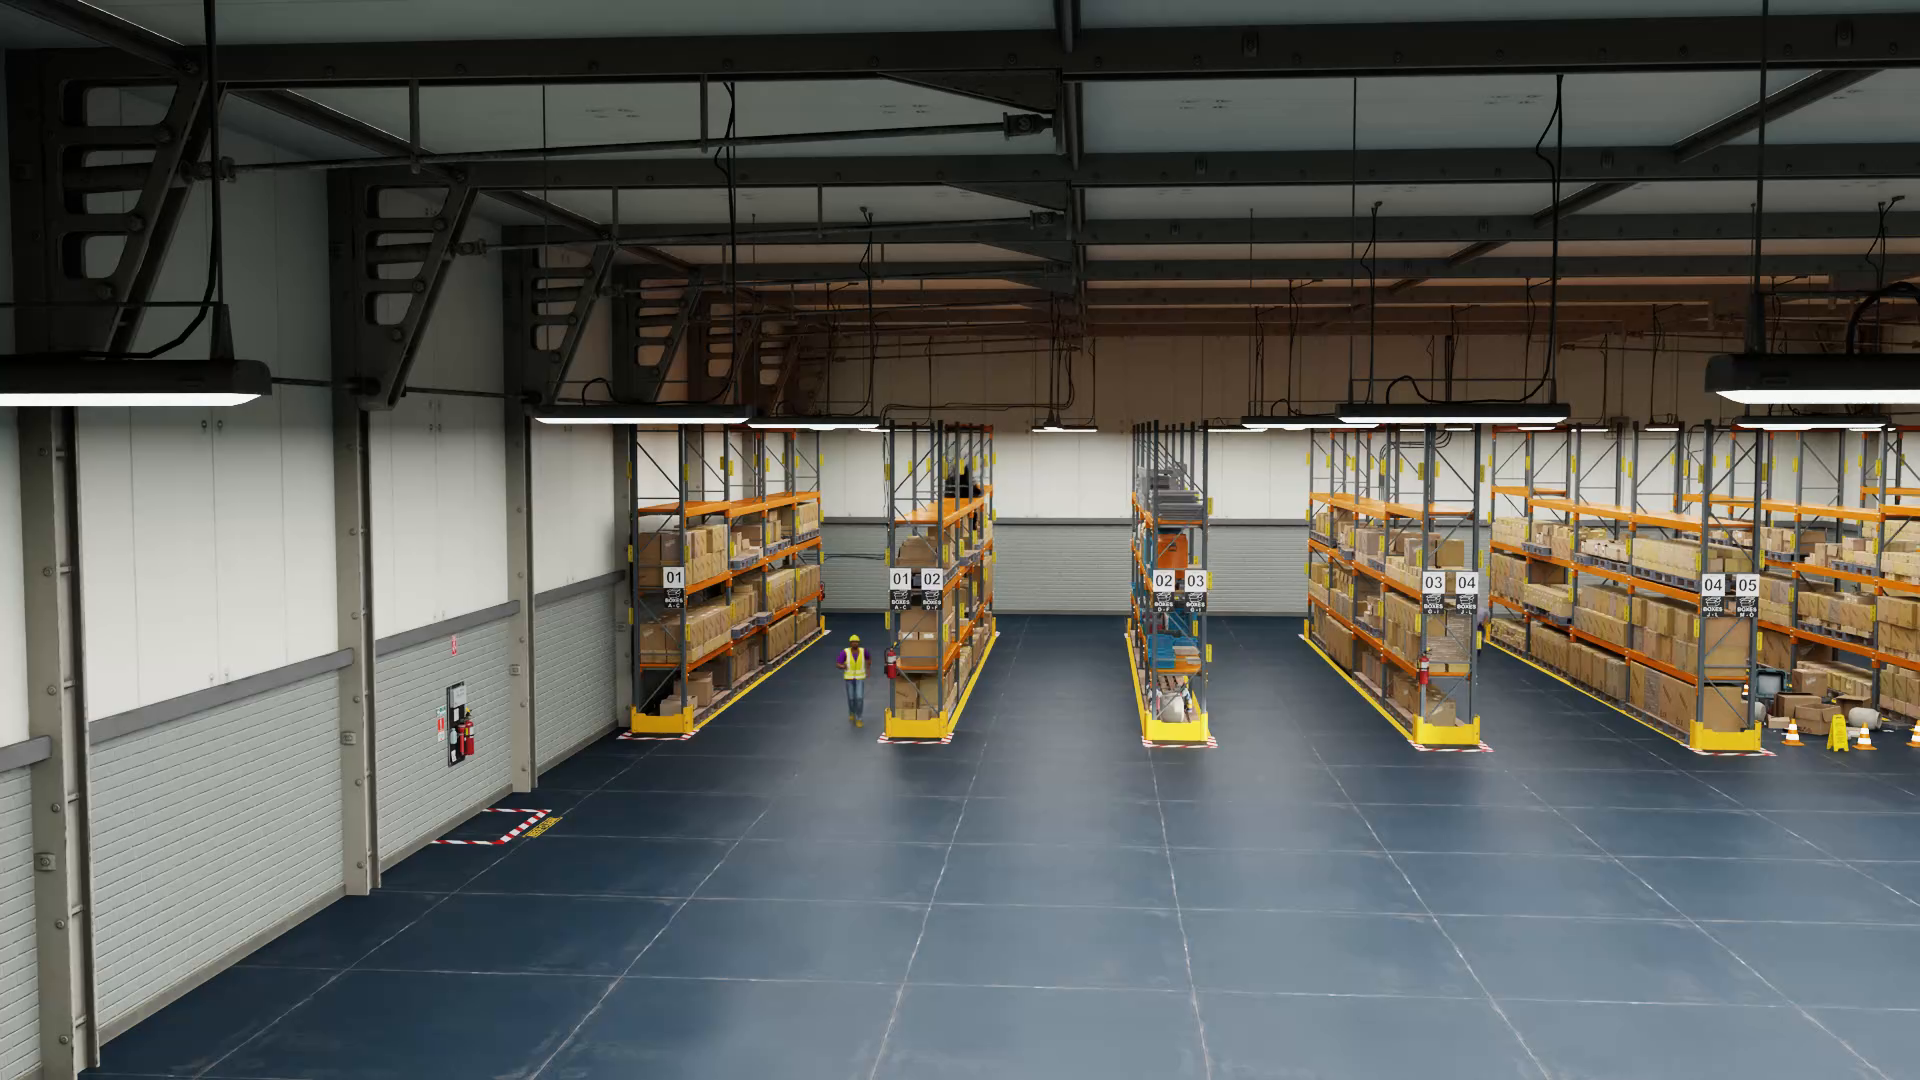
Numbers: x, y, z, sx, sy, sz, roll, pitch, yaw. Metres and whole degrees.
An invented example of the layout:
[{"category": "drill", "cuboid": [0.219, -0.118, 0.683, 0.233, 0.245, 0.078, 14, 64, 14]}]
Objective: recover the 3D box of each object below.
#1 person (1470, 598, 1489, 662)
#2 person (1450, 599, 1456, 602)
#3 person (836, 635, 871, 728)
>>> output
[{"category": "person", "cuboid": [13.049, 2.272, 41.967, 0.607, 1.607, 0.538, 0, 4, 6]}, {"category": "person", "cuboid": [13.368, 1.971, 45.416, 0.678, 1.767, 0.856, 0, 4, 6]}, {"category": "person", "cuboid": [-2.096, 2.766, 32.770, 0.677, 1.817, 0.798, 0, 4, -2]}]
